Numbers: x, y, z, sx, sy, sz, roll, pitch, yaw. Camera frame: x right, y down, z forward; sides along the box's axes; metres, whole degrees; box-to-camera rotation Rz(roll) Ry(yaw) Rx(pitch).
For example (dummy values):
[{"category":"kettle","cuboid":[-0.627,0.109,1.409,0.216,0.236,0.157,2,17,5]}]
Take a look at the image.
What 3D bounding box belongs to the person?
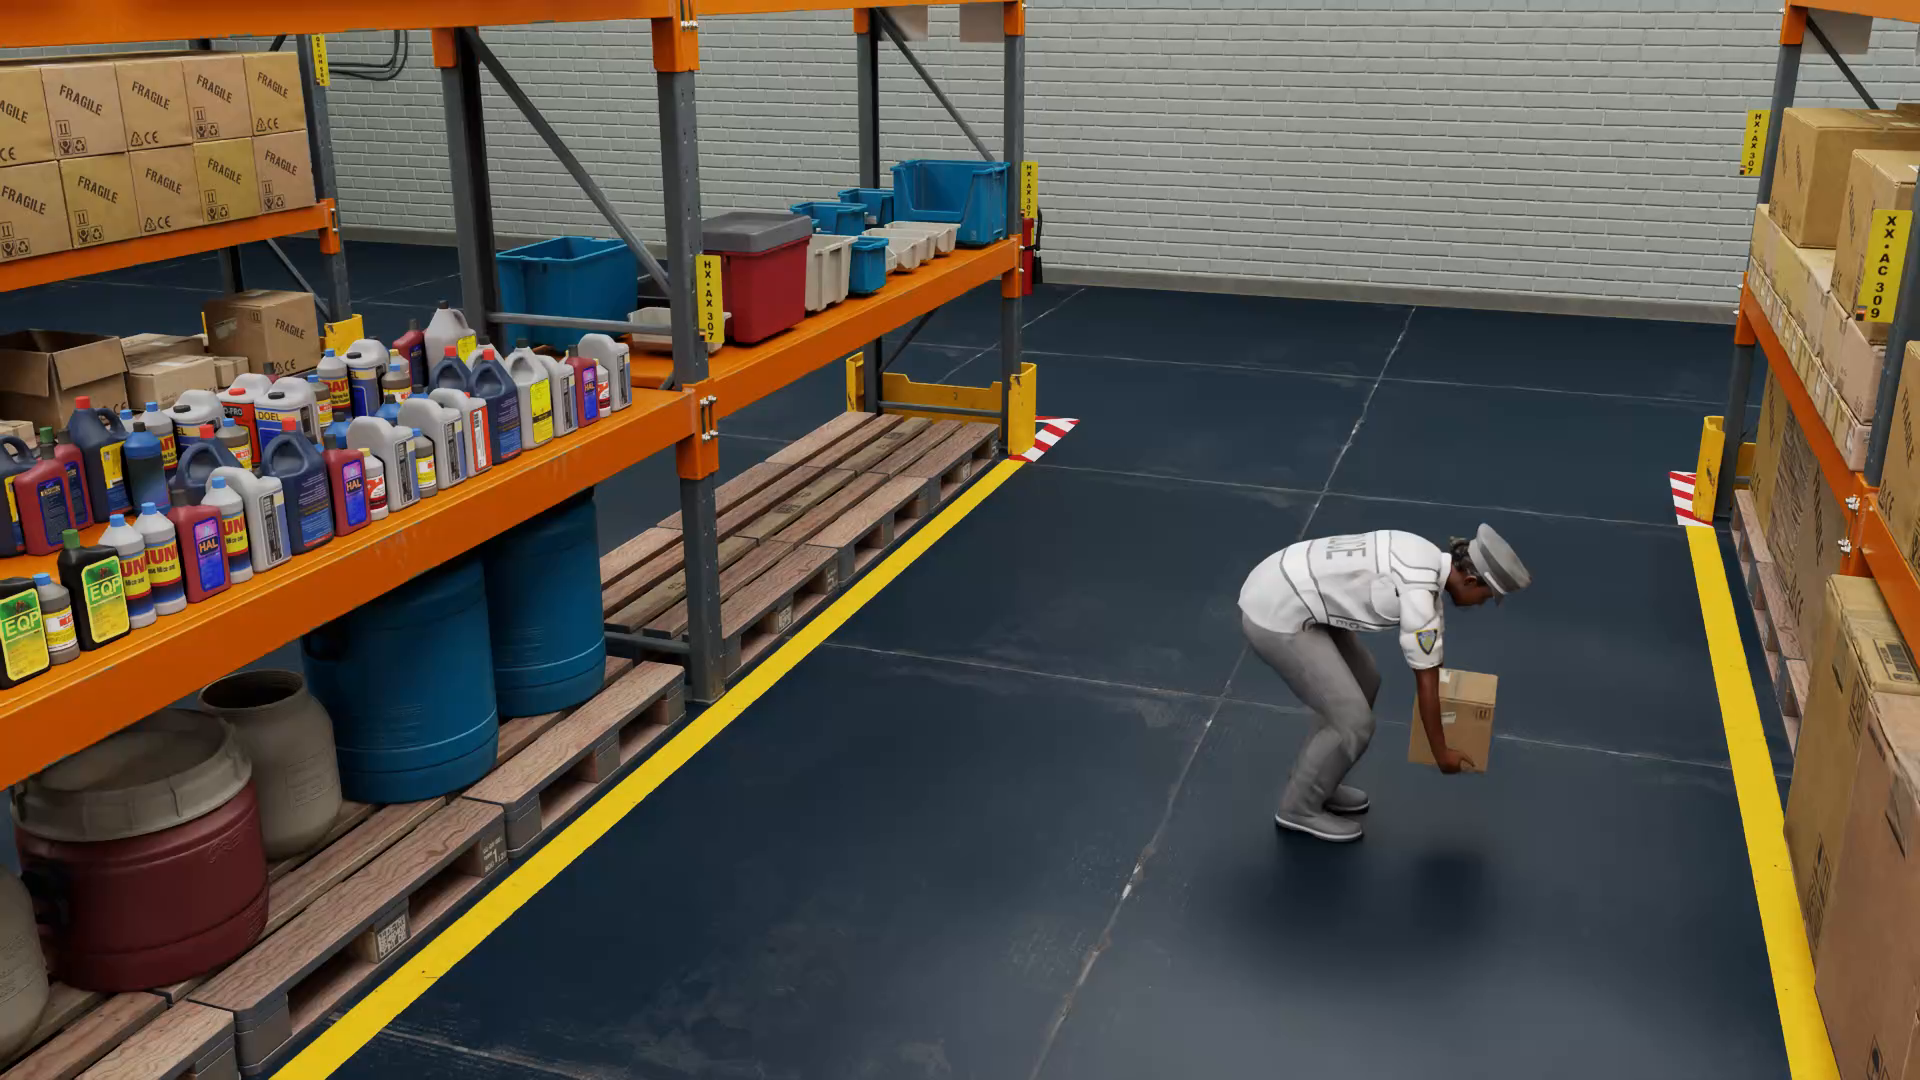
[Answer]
[{"category":"person","cuboid":[1.393,0.460,5.586,0.930,1.103,0.436,5,20,16]}]
